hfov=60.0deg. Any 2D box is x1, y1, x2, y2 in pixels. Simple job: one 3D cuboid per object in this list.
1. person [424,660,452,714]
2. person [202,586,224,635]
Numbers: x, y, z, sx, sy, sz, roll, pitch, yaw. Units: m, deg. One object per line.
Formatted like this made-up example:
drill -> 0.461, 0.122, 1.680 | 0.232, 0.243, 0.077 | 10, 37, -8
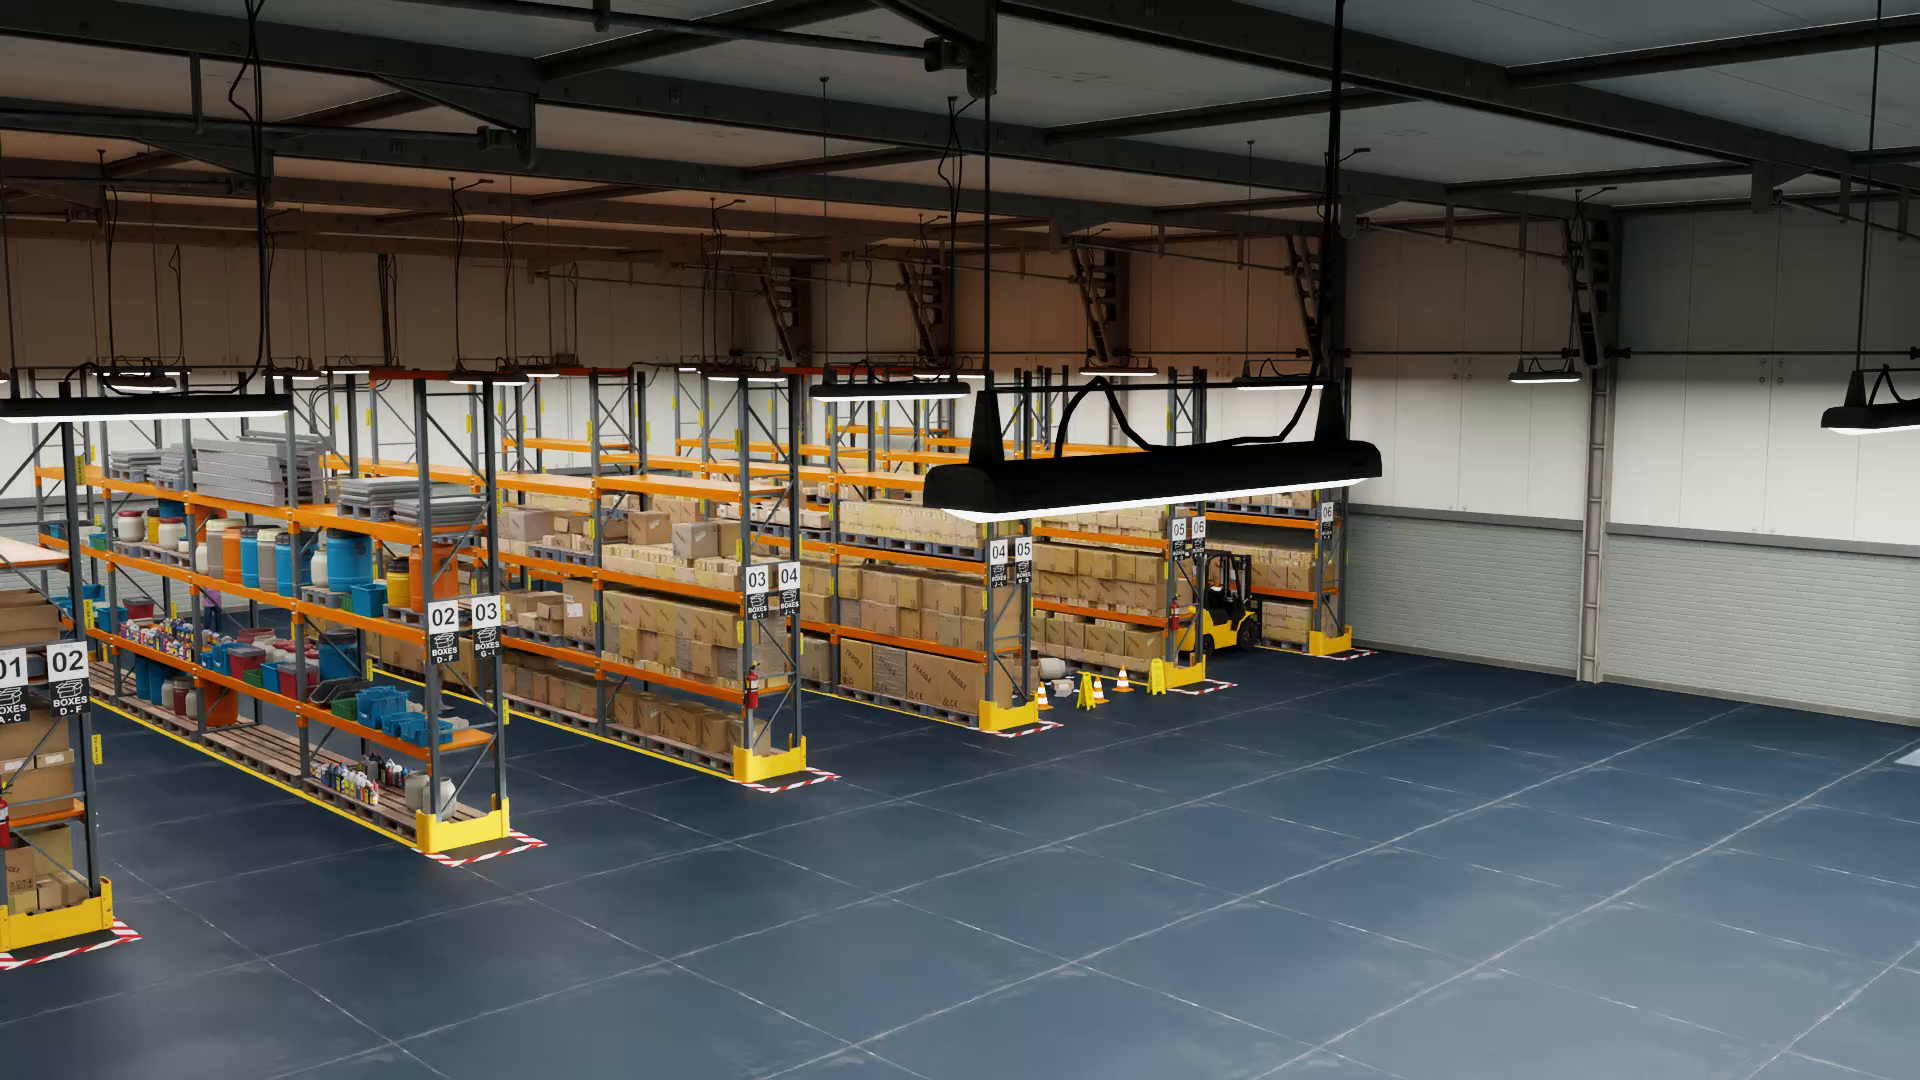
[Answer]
person -> -9.202, 2.212, 29.242 | 0.441, 1.685, 0.501 | -2, 7, -14
person -> -16.283, 1.464, 36.226 | 0.349, 1.615, 0.452 | 5, 8, 40
